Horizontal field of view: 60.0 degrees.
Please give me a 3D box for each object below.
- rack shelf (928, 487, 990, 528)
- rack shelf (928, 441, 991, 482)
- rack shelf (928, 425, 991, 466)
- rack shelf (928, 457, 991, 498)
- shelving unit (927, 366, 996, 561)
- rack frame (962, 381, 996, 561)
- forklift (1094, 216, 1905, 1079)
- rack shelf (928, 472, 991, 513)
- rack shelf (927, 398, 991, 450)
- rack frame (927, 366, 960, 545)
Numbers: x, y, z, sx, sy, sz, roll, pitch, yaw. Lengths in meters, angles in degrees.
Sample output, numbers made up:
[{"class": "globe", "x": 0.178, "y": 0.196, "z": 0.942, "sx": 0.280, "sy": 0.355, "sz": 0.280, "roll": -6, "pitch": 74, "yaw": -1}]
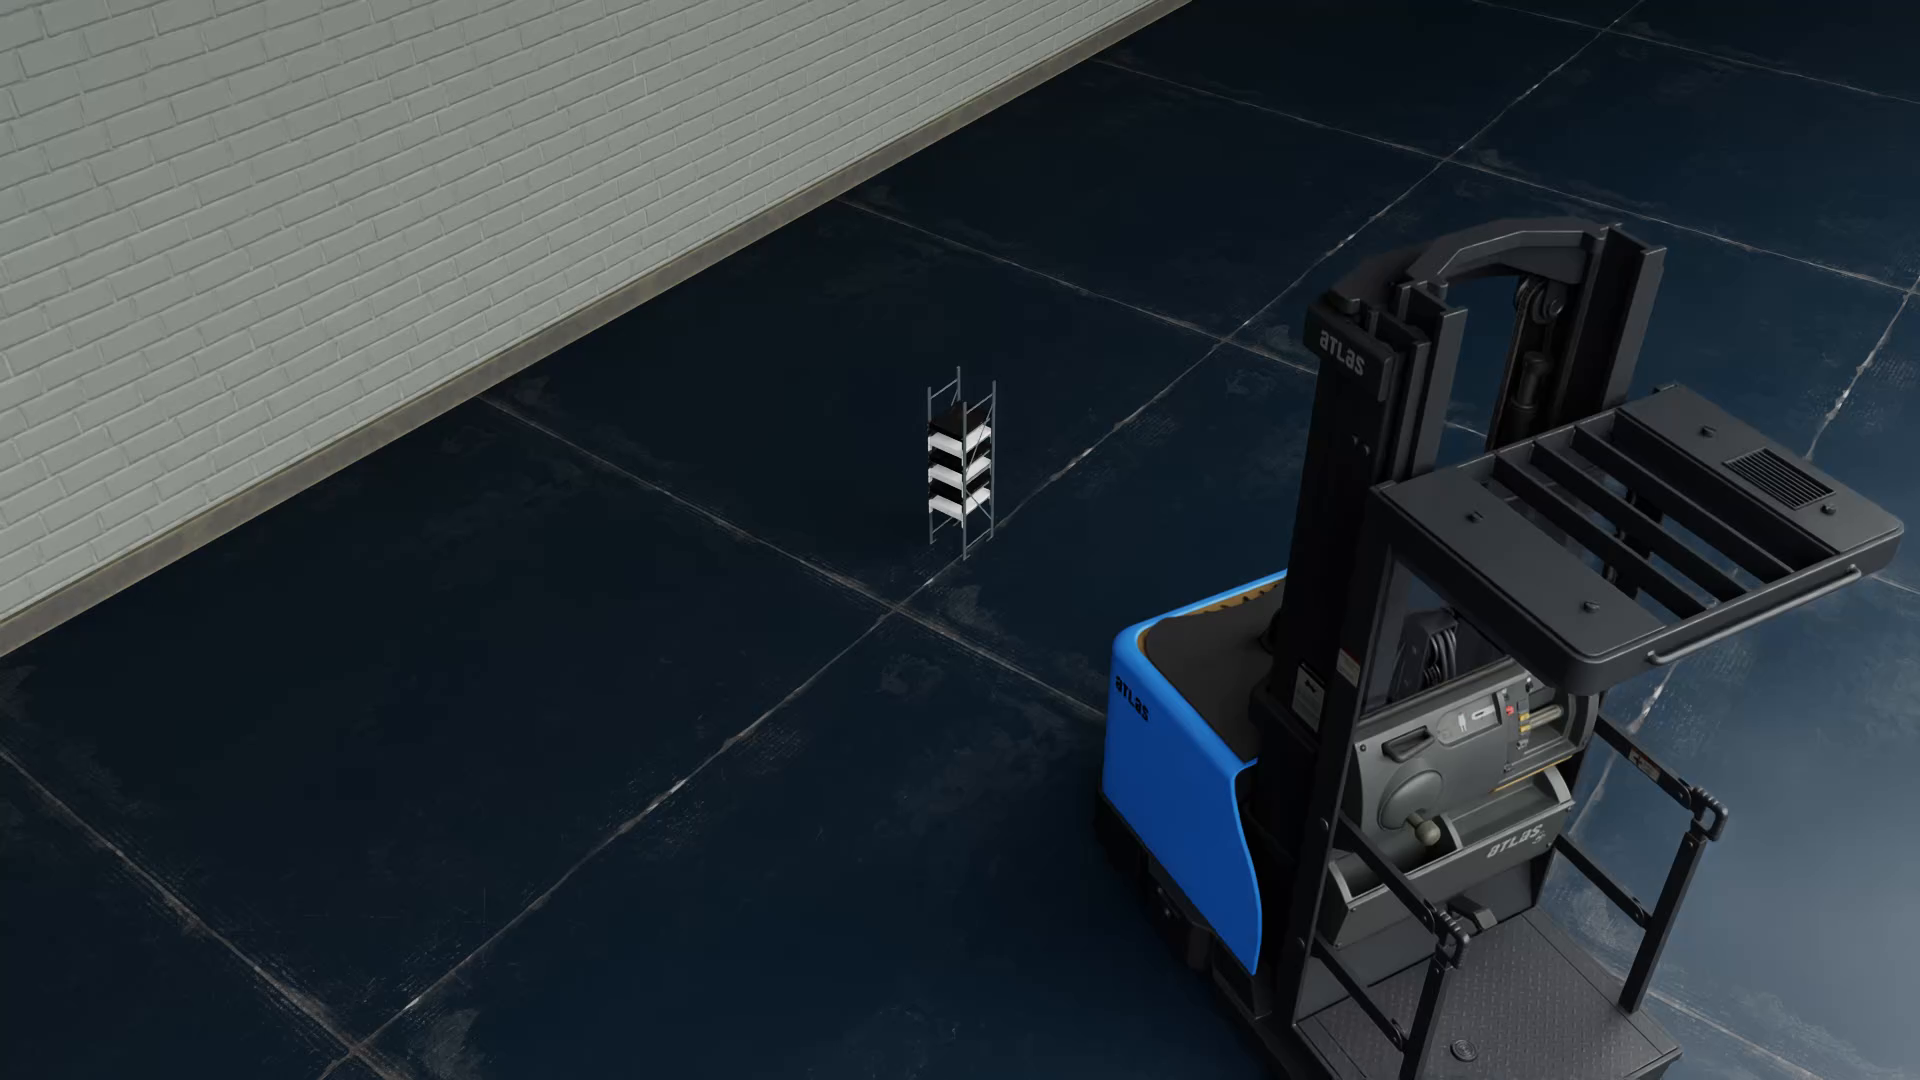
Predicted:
[{"class": "rack shelf", "x": 0.006, "y": -0.183, "z": 7.961, "sx": 0.200, "sy": 0.077, "sz": 0.258, "roll": 25, "pitch": 45, "yaw": 29}, {"class": "rack shelf", "x": 0.006, "y": -0.396, "z": 7.795, "sx": 0.200, "sy": 0.077, "sz": 0.258, "roll": 25, "pitch": 45, "yaw": 29}, {"class": "rack shelf", "x": 0.006, "y": -0.467, "z": 7.739, "sx": 0.200, "sy": 0.077, "sz": 0.258, "roll": 25, "pitch": 45, "yaw": 29}, {"class": "rack shelf", "x": 0.006, "y": -0.325, "z": 7.850, "sx": 0.200, "sy": 0.077, "sz": 0.258, "roll": 25, "pitch": 45, "yaw": 29}, {"class": "shelving unit", "x": 0.006, "y": -0.351, "z": 7.829, "sx": 0.210, "sy": 0.900, "sz": 0.258, "roll": 25, "pitch": 45, "yaw": 29}, {"class": "rack frame", "x": 0.087, "y": -0.313, "z": 7.781, "sx": 0.006, "sy": 0.900, "sz": 0.240, "roll": 25, "pitch": 45, "yaw": 29}, {"class": "forklift", "x": 1.665, "y": 0.683, "z": 4.861, "sx": 1.130, "sy": 2.935, "sz": 3.031, "roll": -18, "pitch": 42, "yaw": -22}, {"class": "rack shelf", "x": 0.006, "y": -0.254, "z": 7.905, "sx": 0.200, "sy": 0.077, "sz": 0.258, "roll": 25, "pitch": 45, "yaw": 29}, {"class": "rack shelf", "x": 0.006, "y": -0.538, "z": 7.684, "sx": 0.200, "sy": 0.077, "sz": 0.258, "roll": 25, "pitch": 45, "yaw": 29}, {"class": "rack frame", "x": -0.074, "y": -0.389, "z": 7.878, "sx": 0.006, "sy": 0.900, "sz": 0.240, "roll": 25, "pitch": 45, "yaw": 29}]
